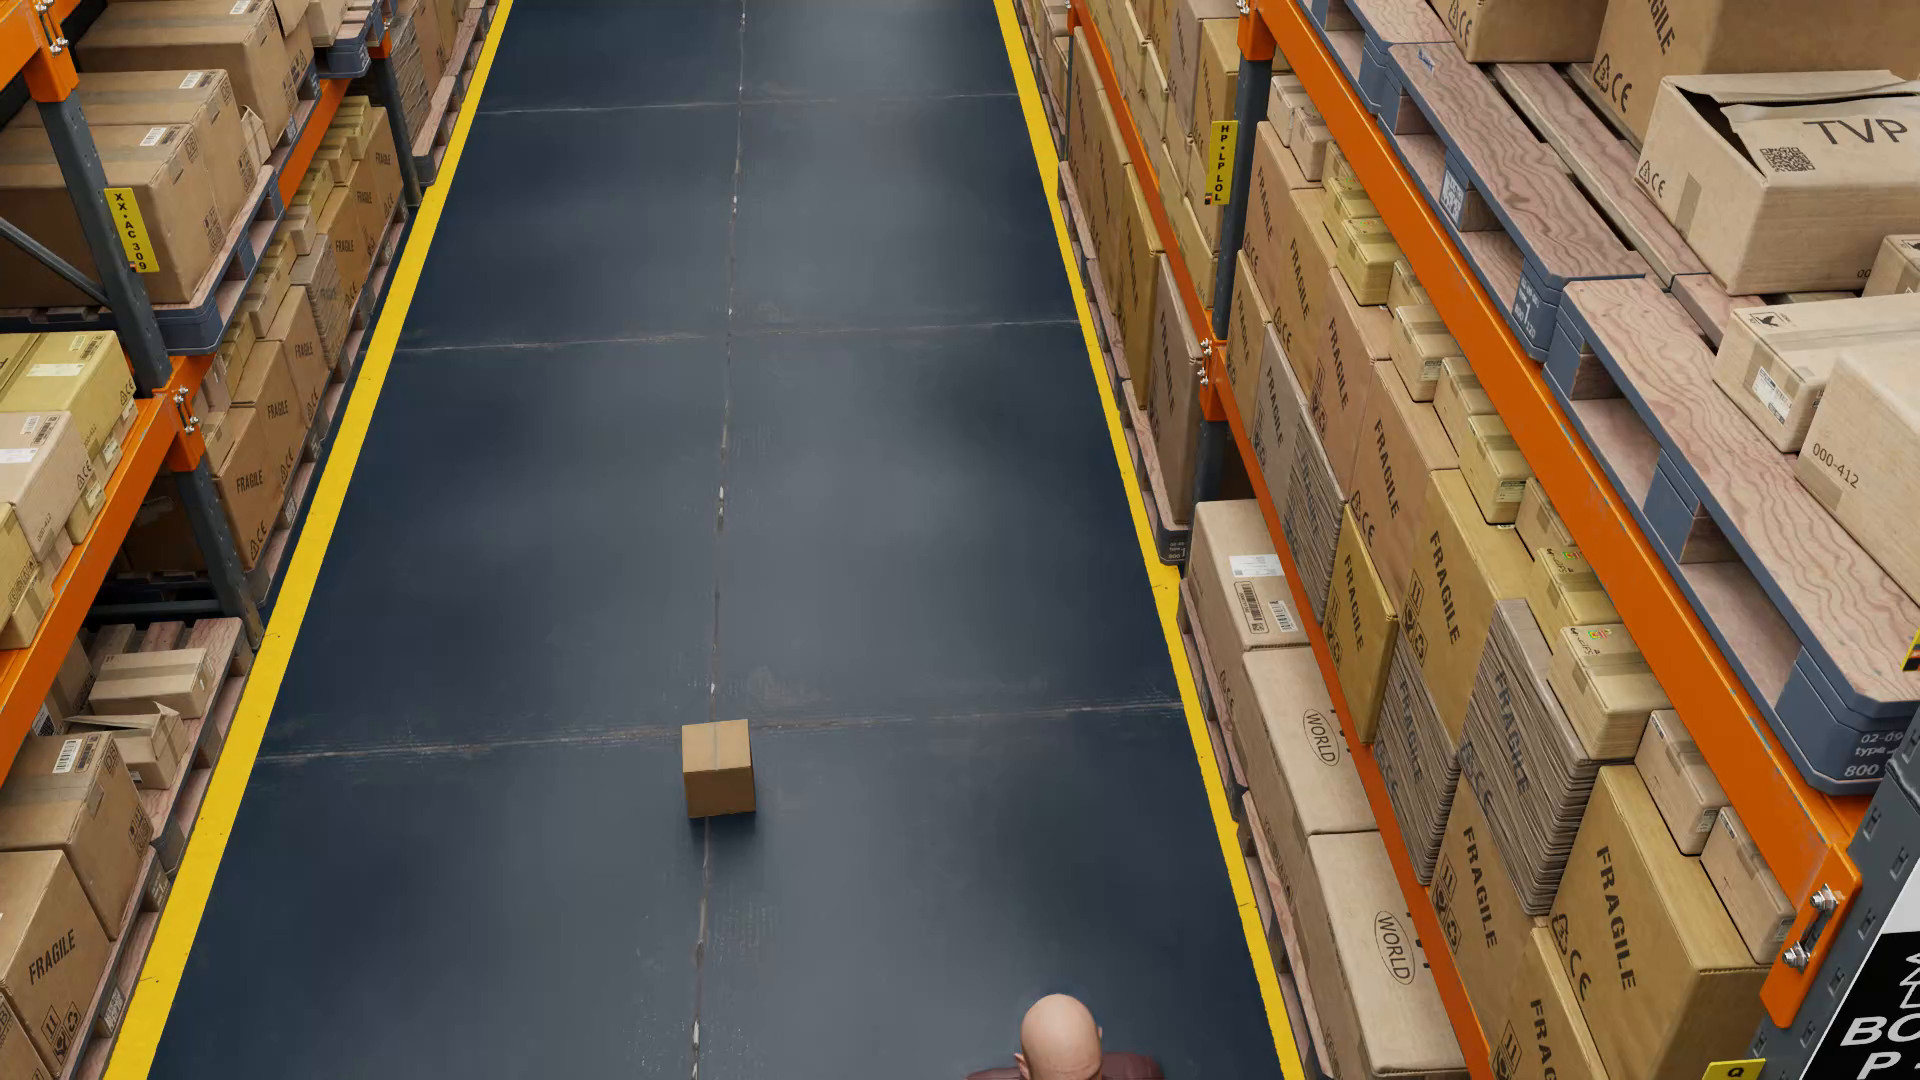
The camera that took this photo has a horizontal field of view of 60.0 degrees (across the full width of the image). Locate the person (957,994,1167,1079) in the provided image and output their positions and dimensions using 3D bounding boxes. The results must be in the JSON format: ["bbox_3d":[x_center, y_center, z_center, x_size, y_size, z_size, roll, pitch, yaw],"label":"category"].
[{"bbox_3d":[0.261,1.760,3.943,0.621,1.750,0.988,-9,40,-12],"label":"person"}]
